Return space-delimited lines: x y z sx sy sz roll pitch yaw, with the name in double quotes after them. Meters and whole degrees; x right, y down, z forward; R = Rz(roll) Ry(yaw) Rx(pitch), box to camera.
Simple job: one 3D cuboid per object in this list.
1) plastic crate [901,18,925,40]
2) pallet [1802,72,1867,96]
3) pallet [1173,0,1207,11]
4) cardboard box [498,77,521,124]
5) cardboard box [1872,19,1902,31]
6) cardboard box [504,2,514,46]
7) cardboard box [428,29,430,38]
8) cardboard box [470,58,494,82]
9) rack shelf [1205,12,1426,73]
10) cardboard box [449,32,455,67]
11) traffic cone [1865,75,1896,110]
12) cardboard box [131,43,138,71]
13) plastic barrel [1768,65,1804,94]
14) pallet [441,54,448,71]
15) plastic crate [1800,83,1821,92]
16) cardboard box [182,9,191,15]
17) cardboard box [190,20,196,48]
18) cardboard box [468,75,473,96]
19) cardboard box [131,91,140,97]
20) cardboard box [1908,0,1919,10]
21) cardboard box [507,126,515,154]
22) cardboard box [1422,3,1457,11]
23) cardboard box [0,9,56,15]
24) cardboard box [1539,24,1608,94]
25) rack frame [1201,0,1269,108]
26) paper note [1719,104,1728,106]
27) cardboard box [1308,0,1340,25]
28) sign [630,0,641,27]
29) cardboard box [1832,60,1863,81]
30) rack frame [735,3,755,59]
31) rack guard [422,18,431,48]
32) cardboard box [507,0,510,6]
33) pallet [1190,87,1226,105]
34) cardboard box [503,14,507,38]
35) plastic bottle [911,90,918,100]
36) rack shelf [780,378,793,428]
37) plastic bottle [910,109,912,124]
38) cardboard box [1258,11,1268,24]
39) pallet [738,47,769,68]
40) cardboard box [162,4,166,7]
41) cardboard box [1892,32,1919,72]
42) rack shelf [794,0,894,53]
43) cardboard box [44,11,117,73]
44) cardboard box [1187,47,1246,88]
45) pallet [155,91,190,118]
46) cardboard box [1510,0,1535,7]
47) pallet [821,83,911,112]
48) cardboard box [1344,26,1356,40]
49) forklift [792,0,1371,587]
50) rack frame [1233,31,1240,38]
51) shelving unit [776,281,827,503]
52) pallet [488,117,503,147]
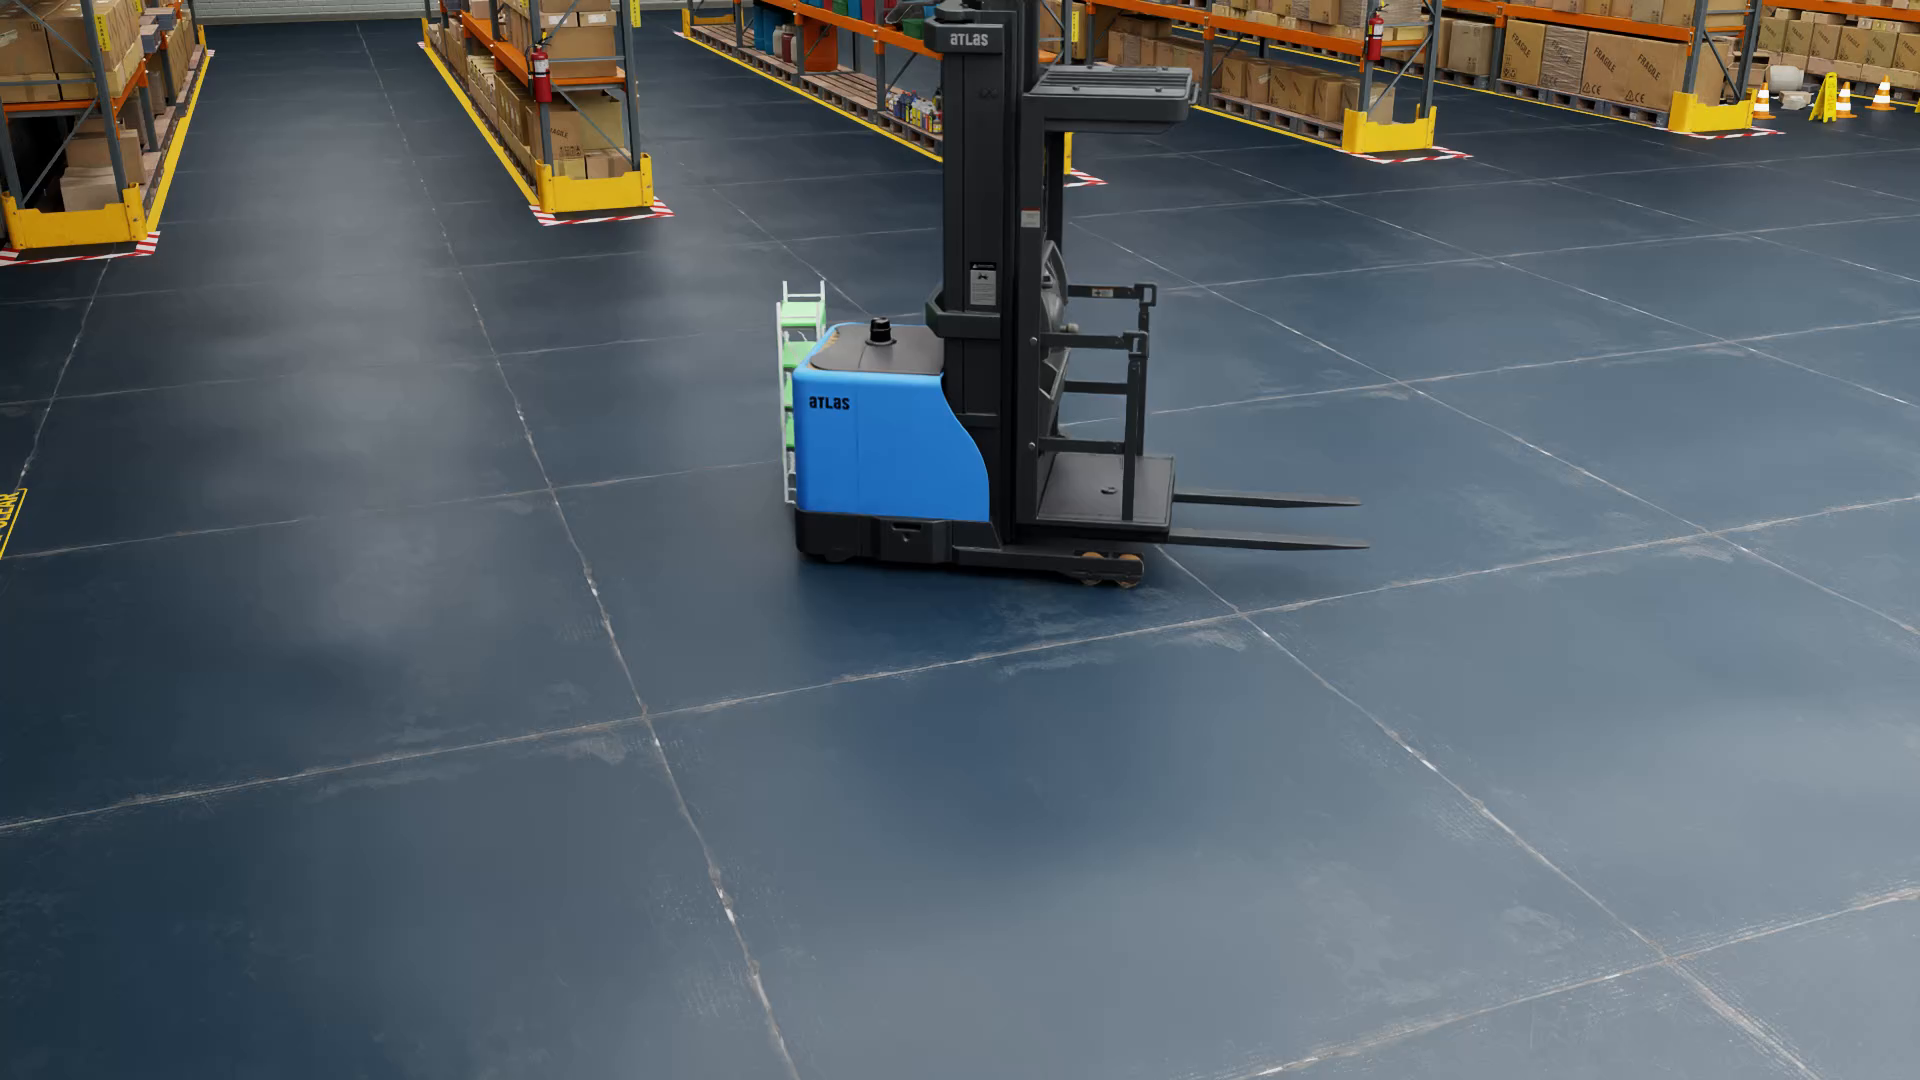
-0.423 -6.433 20.924 0.450 0.188 0.662 -8 24 -19 "plastic crate"
13.972 -7.134 25.904 1.003 0.211 1.213 -8 24 -19 "pallet"
3.862 -7.952 24.501 1.003 0.211 1.213 -8 24 -19 "pallet"
-5.218 -5.265 19.913 0.500 0.500 0.500 -8 24 -19 "cardboard box"
13.874 -7.691 24.834 0.380 0.149 0.250 -8 24 -18 "cardboard box"
-5.111 -6.270 20.136 0.700 0.500 0.500 -9 24 -20 "cardboard box"
-9.598 -9.352 30.657 0.380 0.166 0.250 -8 24 -19 "cardboard box"
-6.583 -6.603 23.331 0.500 0.311 0.500 -9 24 -20 "cardboard box"
4.702 -6.684 22.173 1.077 0.370 4.000 -8 24 -19 "rack shelf"
-7.958 -7.941 26.880 0.500 0.500 0.500 -8 24 -18 "cardboard box"
13.321 -6.459 23.979 0.336 0.463 0.334 -8 24 -19 "traffic cone"
-9.095 -5.150 17.775 0.500 0.250 0.500 -8 24 -19 "cardboard box"
12.534 -7.004 25.324 0.512 0.421 0.421 8 24 18 "plastic barrel"
-8.341 -8.256 28.567 1.003 0.211 1.213 -8 24 -19 "pallet"
13.054 -7.074 25.930 0.402 0.080 0.583 -18 29 -37 "plastic crate"
-13.589 -9.142 28.921 0.380 0.149 0.250 -9 24 -20 "cardboard box"
-13.805 -8.865 29.098 0.700 0.500 0.500 -8 24 -19 "cardboard box"
-6.776 -6.534 23.890 0.500 0.250 0.500 -8 24 -19 "cardboard box"
-10.411 -5.201 20.379 0.700 0.500 0.500 -9 24 -20 "cardboard box"
14.084 -7.812 24.247 0.380 0.149 0.250 -9 24 -20 "cardboard box"
-5.049 -4.736 19.625 0.500 0.250 0.500 -8 24 -19 "cardboard box"
10.319 -11.265 34.873 0.875 0.438 0.875 -9 24 -20 "cardboard box"
-9.027 -4.862 16.126 0.500 0.500 0.500 -8 24 -18 "cardboard box"
9.150 -7.036 24.275 0.875 0.875 0.875 -8 24 -19 "cardboard box"
3.996 -7.742 23.758 1.000 3.000 0.127 -8 24 -19 "rack frame"
11.134 -6.352 24.282 0.144 0.017 0.142 0 23 -1 "paper note"
4.951 -6.841 21.107 0.875 0.500 0.500 -8 24 -19 "cardboard box"
-3.339 -5.441 17.080 0.100 0.325 0.005 -8 24 -19 "sign"
13.777 -7.211 25.496 0.500 0.250 0.500 -9 25 -21 "cardboard box"
-3.464 -9.970 29.042 1.000 3.000 0.127 -8 24 -19 "rack frame"
-9.486 -9.565 31.301 1.175 0.500 0.348 -8 24 -19 "rack guard"
-5.084 -6.326 19.432 0.380 0.149 0.250 -9 24 -19 "cardboard box"
3.719 -6.740 24.970 1.003 0.211 1.213 -8 24 -19 "pallet"
-5.488 -6.488 20.975 0.500 0.250 0.500 -7 24 -16 "cardboard box"
-0.606 -5.715 21.790 0.144 0.351 0.185 -8 24 -19 "plastic bottle"
-0.913 -0.811 9.793 0.258 0.148 0.480 0 23 -1 "rack shelf"
-0.596 -5.451 21.358 0.097 0.201 0.097 0 23 0 "plastic bottle"
4.255 -7.057 22.454 0.380 0.149 0.250 -8 24 -19 "cardboard box"
-3.231 -8.399 28.905 1.003 0.211 1.213 -8 24 -19 "pallet"
-11.315 -7.403 23.249 0.380 0.149 0.250 -8 24 -17 "cardboard box"
14.153 -7.176 24.448 0.500 0.500 0.500 -8 24 -19 "cardboard box"
-1.345 -7.458 24.009 1.077 0.370 4.000 -8 24 -19 "rack shelf"
-8.381 -4.751 15.861 0.500 0.500 0.500 -8 24 -19 "cardboard box"
3.799 -7.019 24.694 0.700 0.500 0.500 -10 25 -23 "cardboard box"
-11.527 -6.169 23.614 1.003 0.211 1.213 -8 24 -19 "pallet"
8.813 -8.323 24.942 0.875 0.550 0.550 -8 24 -19 "cardboard box"
-1.387 -6.502 24.405 1.003 0.211 1.213 -8 24 -19 "pallet"
5.027 -6.339 20.752 0.380 0.149 0.250 -8 24 -19 "cardboard box"
0.676 -1.328 8.627 3.031 2.935 1.130 3 23 8 "forklift"
5.845 -11.293 32.182 1.000 3.000 0.127 -8 24 -19 "rack frame"
-0.913 -0.870 9.769 0.258 1.200 0.503 0 23 -1 "shelving unit"
-5.570 -5.362 21.700 1.003 0.211 1.213 -8 24 -19 "pallet"
